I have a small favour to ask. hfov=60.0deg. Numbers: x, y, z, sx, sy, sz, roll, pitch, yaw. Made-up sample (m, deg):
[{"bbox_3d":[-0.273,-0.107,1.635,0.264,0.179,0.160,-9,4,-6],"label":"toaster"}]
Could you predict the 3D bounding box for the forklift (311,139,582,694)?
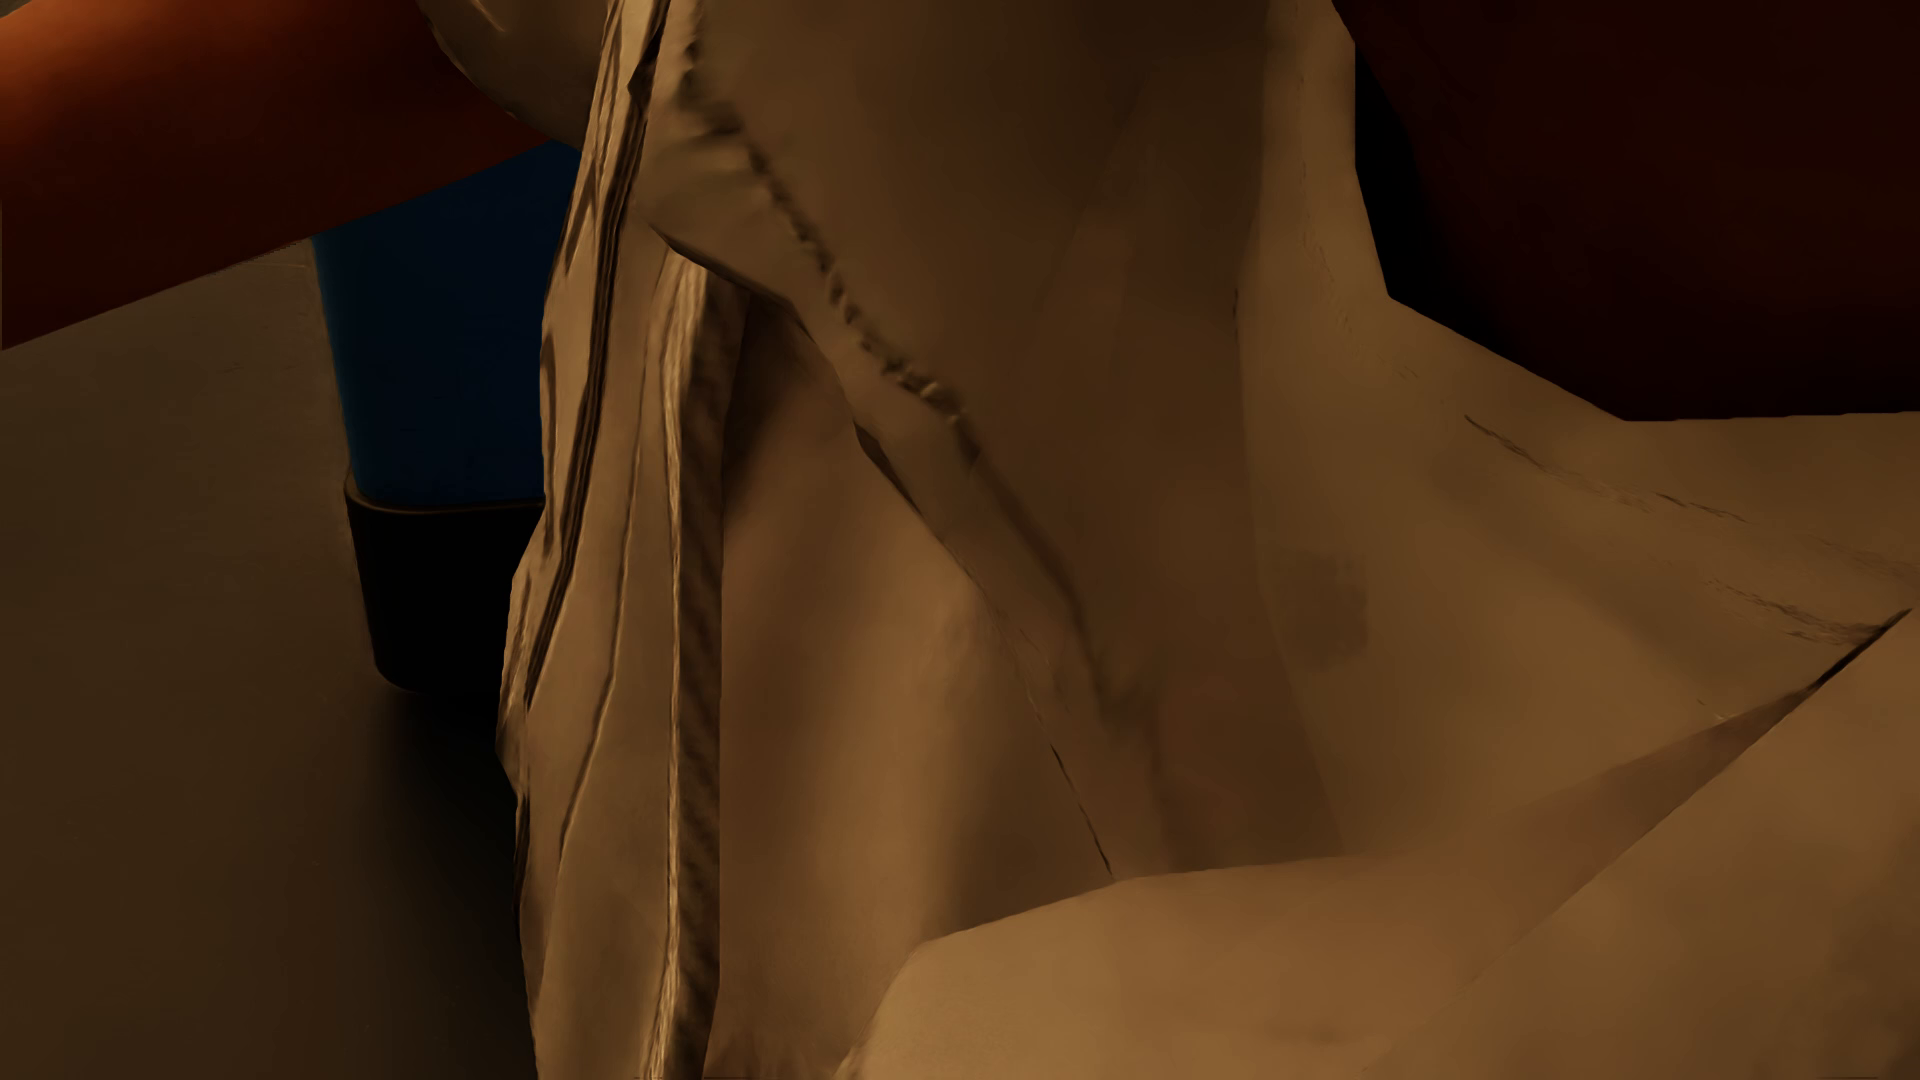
[{"bbox_3d":[0.694,-1.408,2.036,3.031,2.935,1.130,-5,27,-9],"label":"forklift"}]
